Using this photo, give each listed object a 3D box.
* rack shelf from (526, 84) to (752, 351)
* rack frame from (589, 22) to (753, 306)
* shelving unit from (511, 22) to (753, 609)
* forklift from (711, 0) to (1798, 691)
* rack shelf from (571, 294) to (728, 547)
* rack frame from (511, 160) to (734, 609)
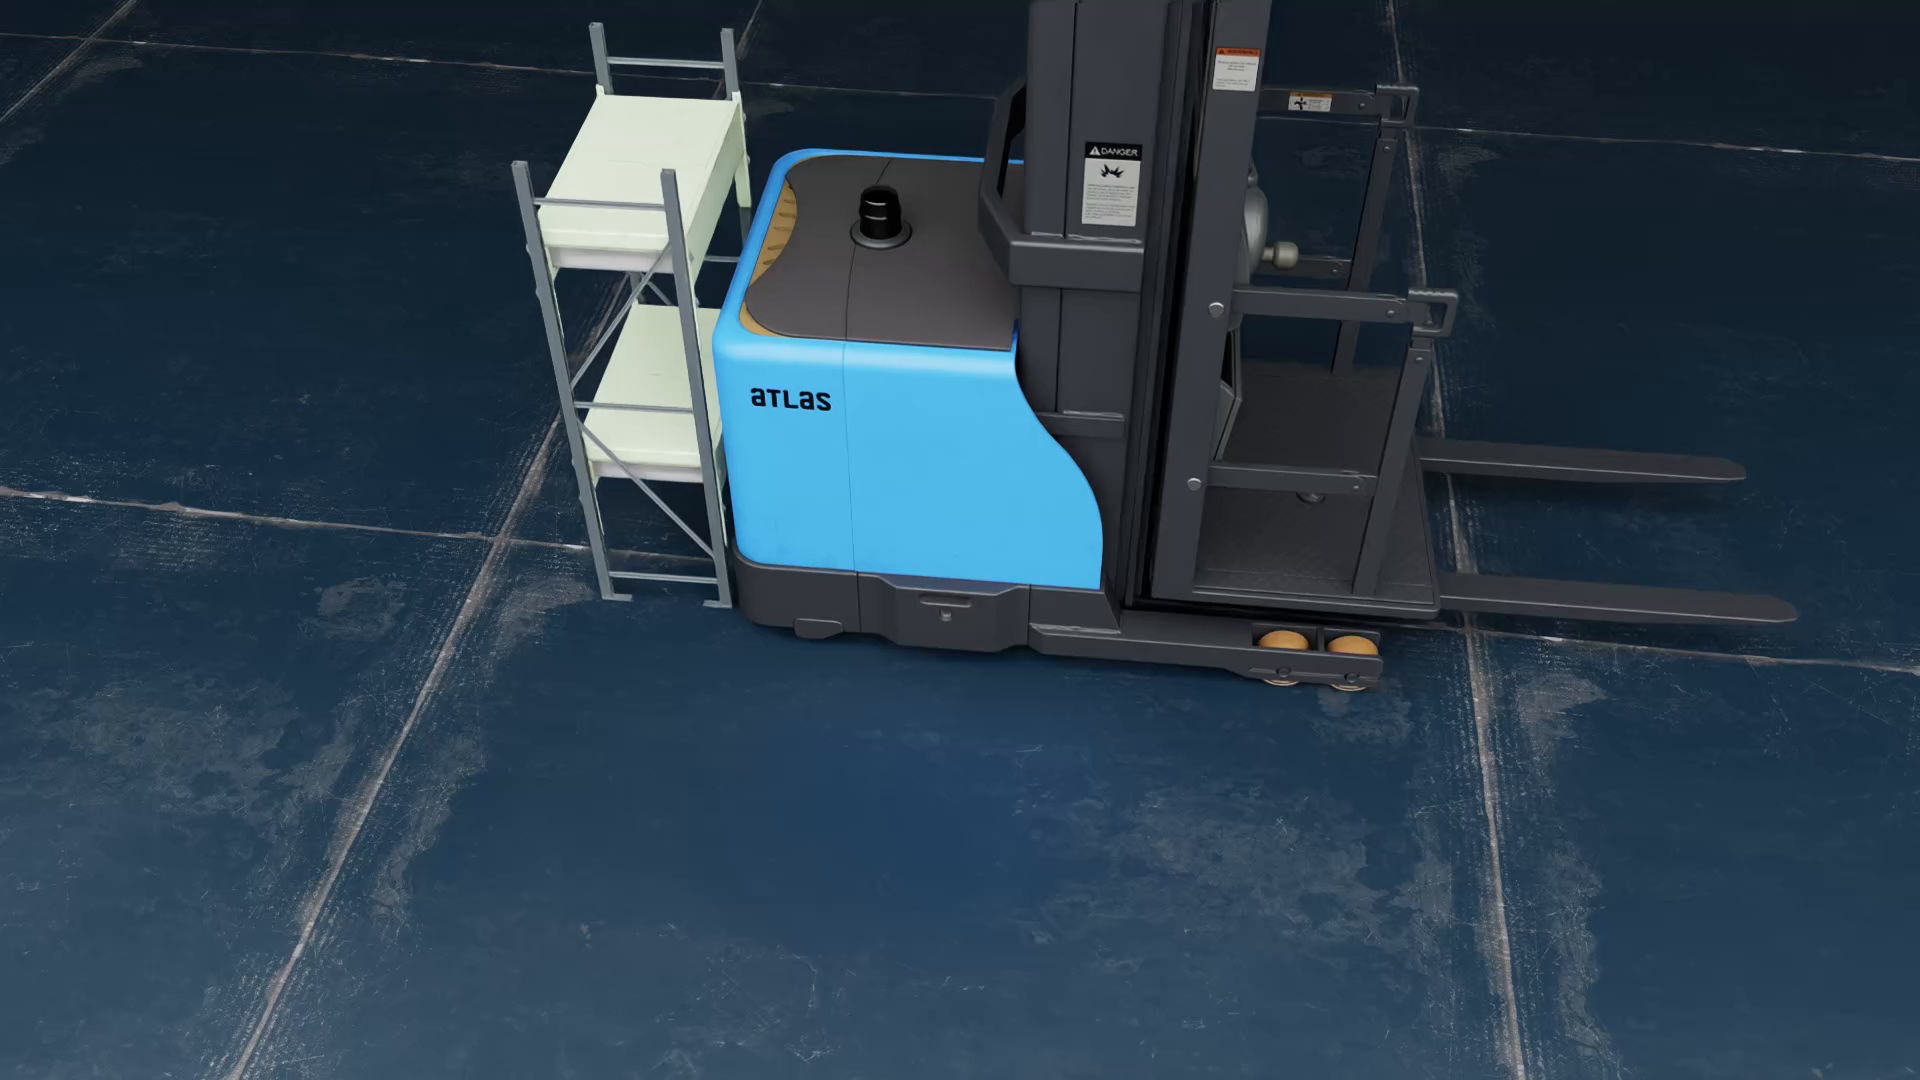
[{"bbox_3d":[-0.852,-0.891,4.533,0.431,0.370,0.720,4,44,4],"label":"rack shelf"},{"bbox_3d":[-0.817,-0.859,5.066,0.400,1.500,0.023,4,44,4],"label":"rack frame"},{"bbox_3d":[-0.852,-0.608,4.801,0.431,1.500,0.755,4,44,4],"label":"shelving unit"},{"bbox_3d":[0.895,-1.017,4.192,3.031,2.935,1.130,4,44,4],"label":"forklift"},{"bbox_3d":[-0.852,-0.371,5.025,0.431,0.370,0.720,4,44,4],"label":"rack shelf"},{"bbox_3d":[-0.887,-0.358,4.537,0.400,1.500,0.023,4,44,4],"label":"rack frame"}]
